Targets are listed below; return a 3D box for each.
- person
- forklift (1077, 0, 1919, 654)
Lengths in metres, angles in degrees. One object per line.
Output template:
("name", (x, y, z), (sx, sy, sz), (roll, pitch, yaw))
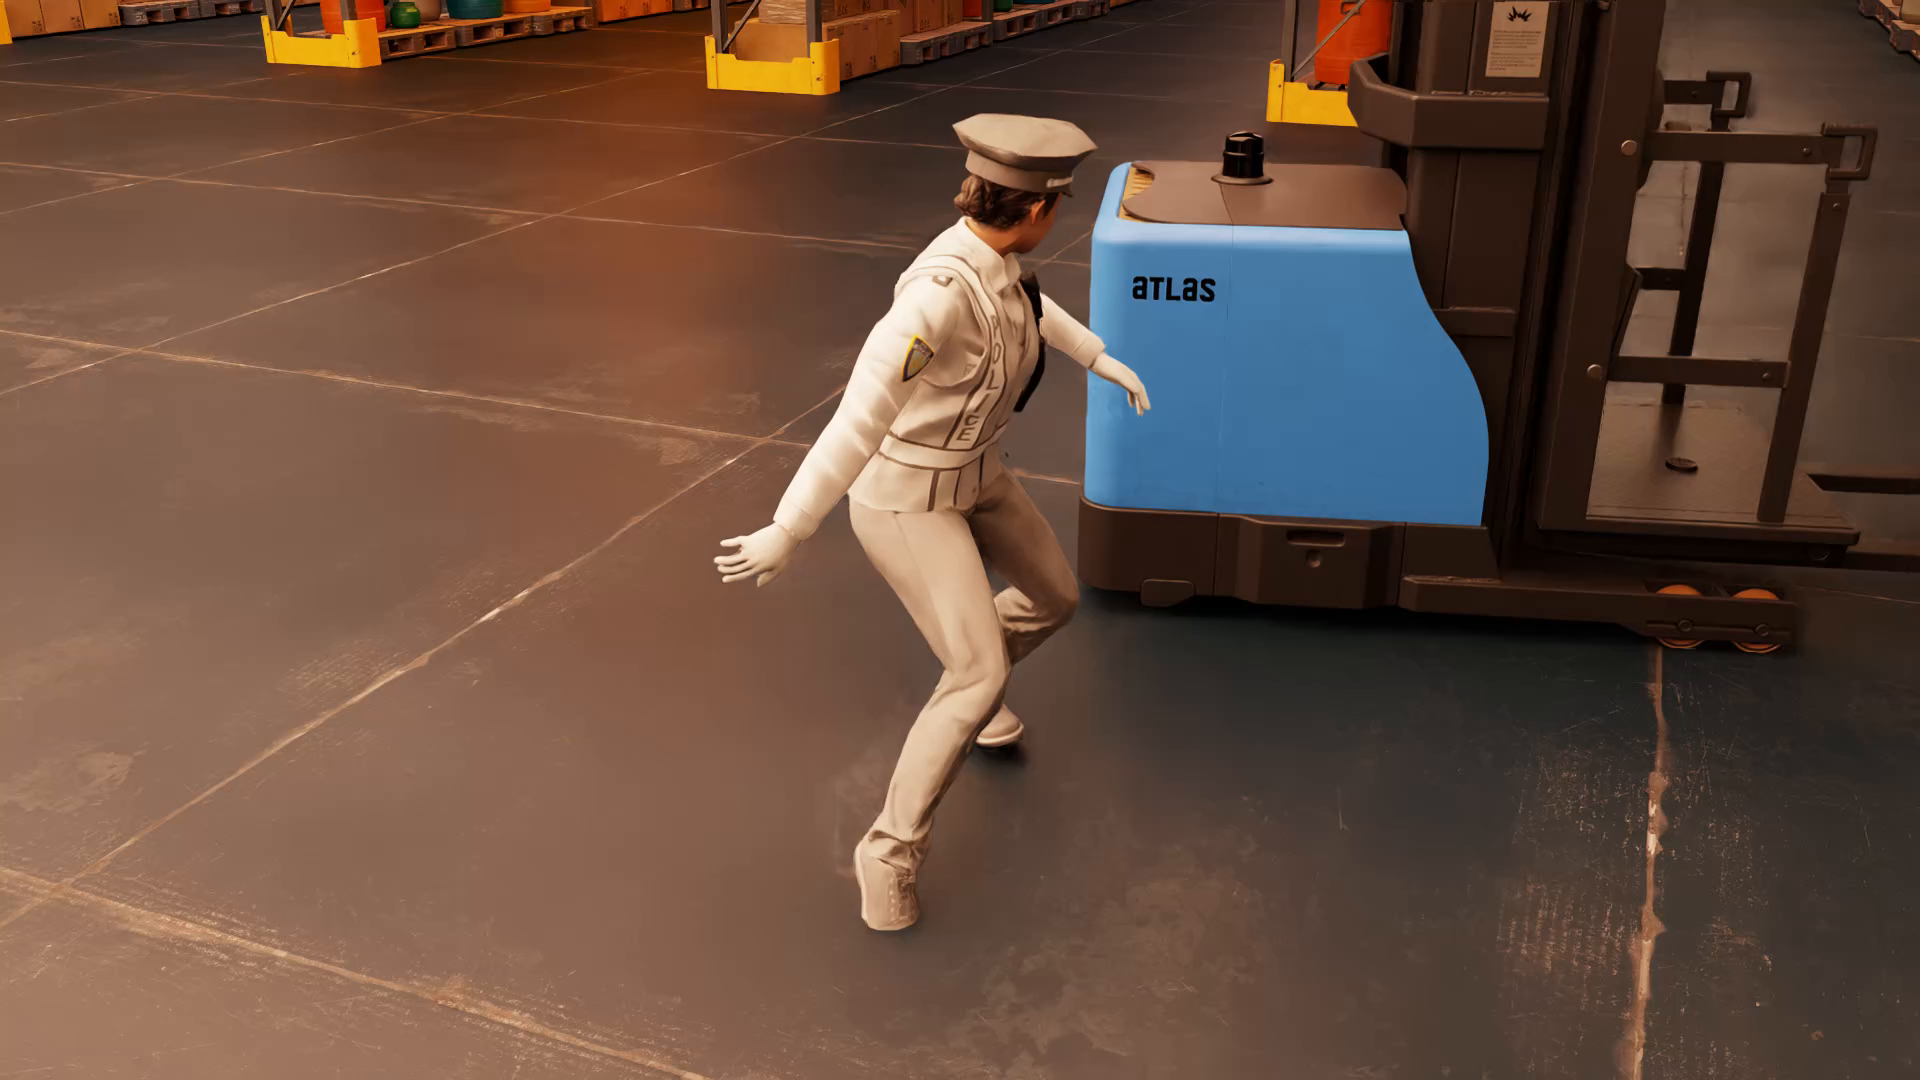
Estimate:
("person", (-0.016, -0.037, 3.364), (0.534, 1.606, 0.973), (10, 25, 23))
("forklift", (1.888, -1.272, 4.336), (3.031, 2.935, 1.130), (3, 23, 7))
